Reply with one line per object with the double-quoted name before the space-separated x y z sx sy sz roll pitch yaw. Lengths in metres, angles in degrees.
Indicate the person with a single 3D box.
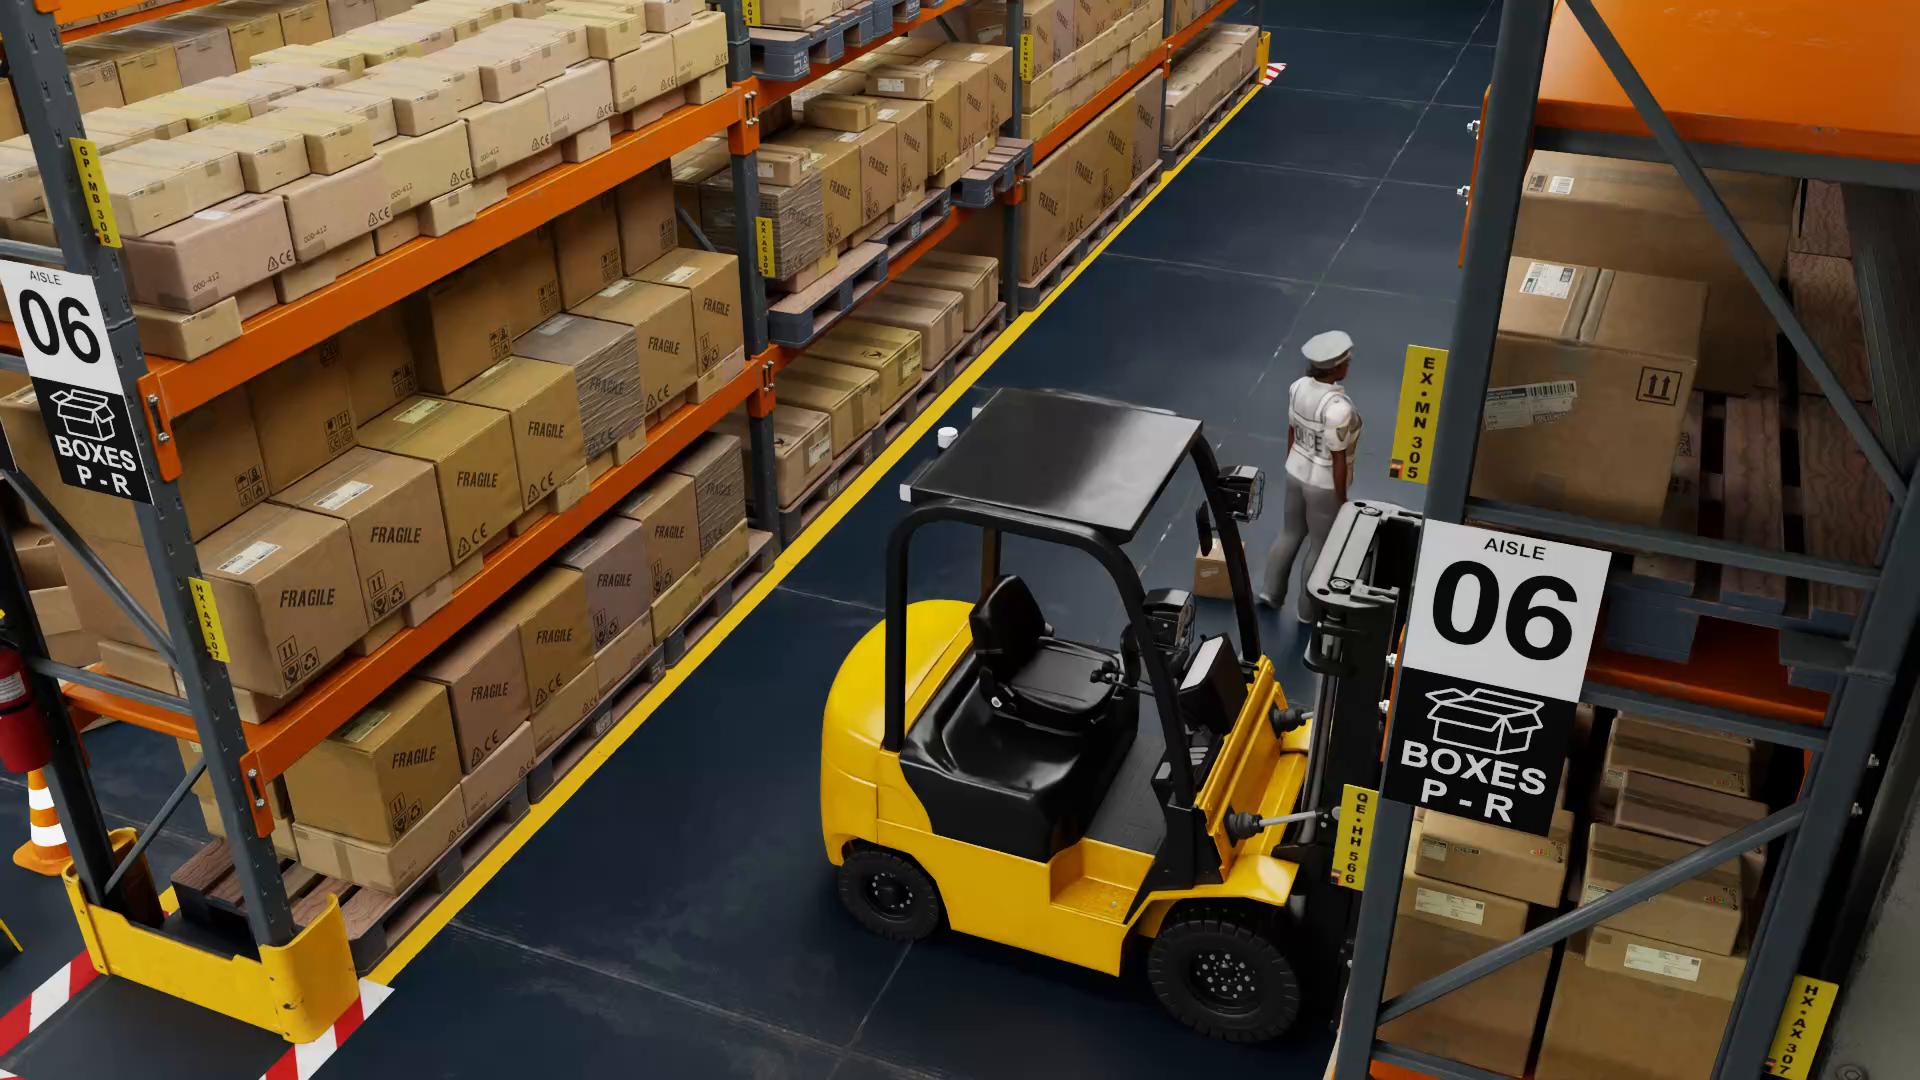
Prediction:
"person" 1.944 -0.278 8.944 0.385 1.785 0.455 -13 32 -21
